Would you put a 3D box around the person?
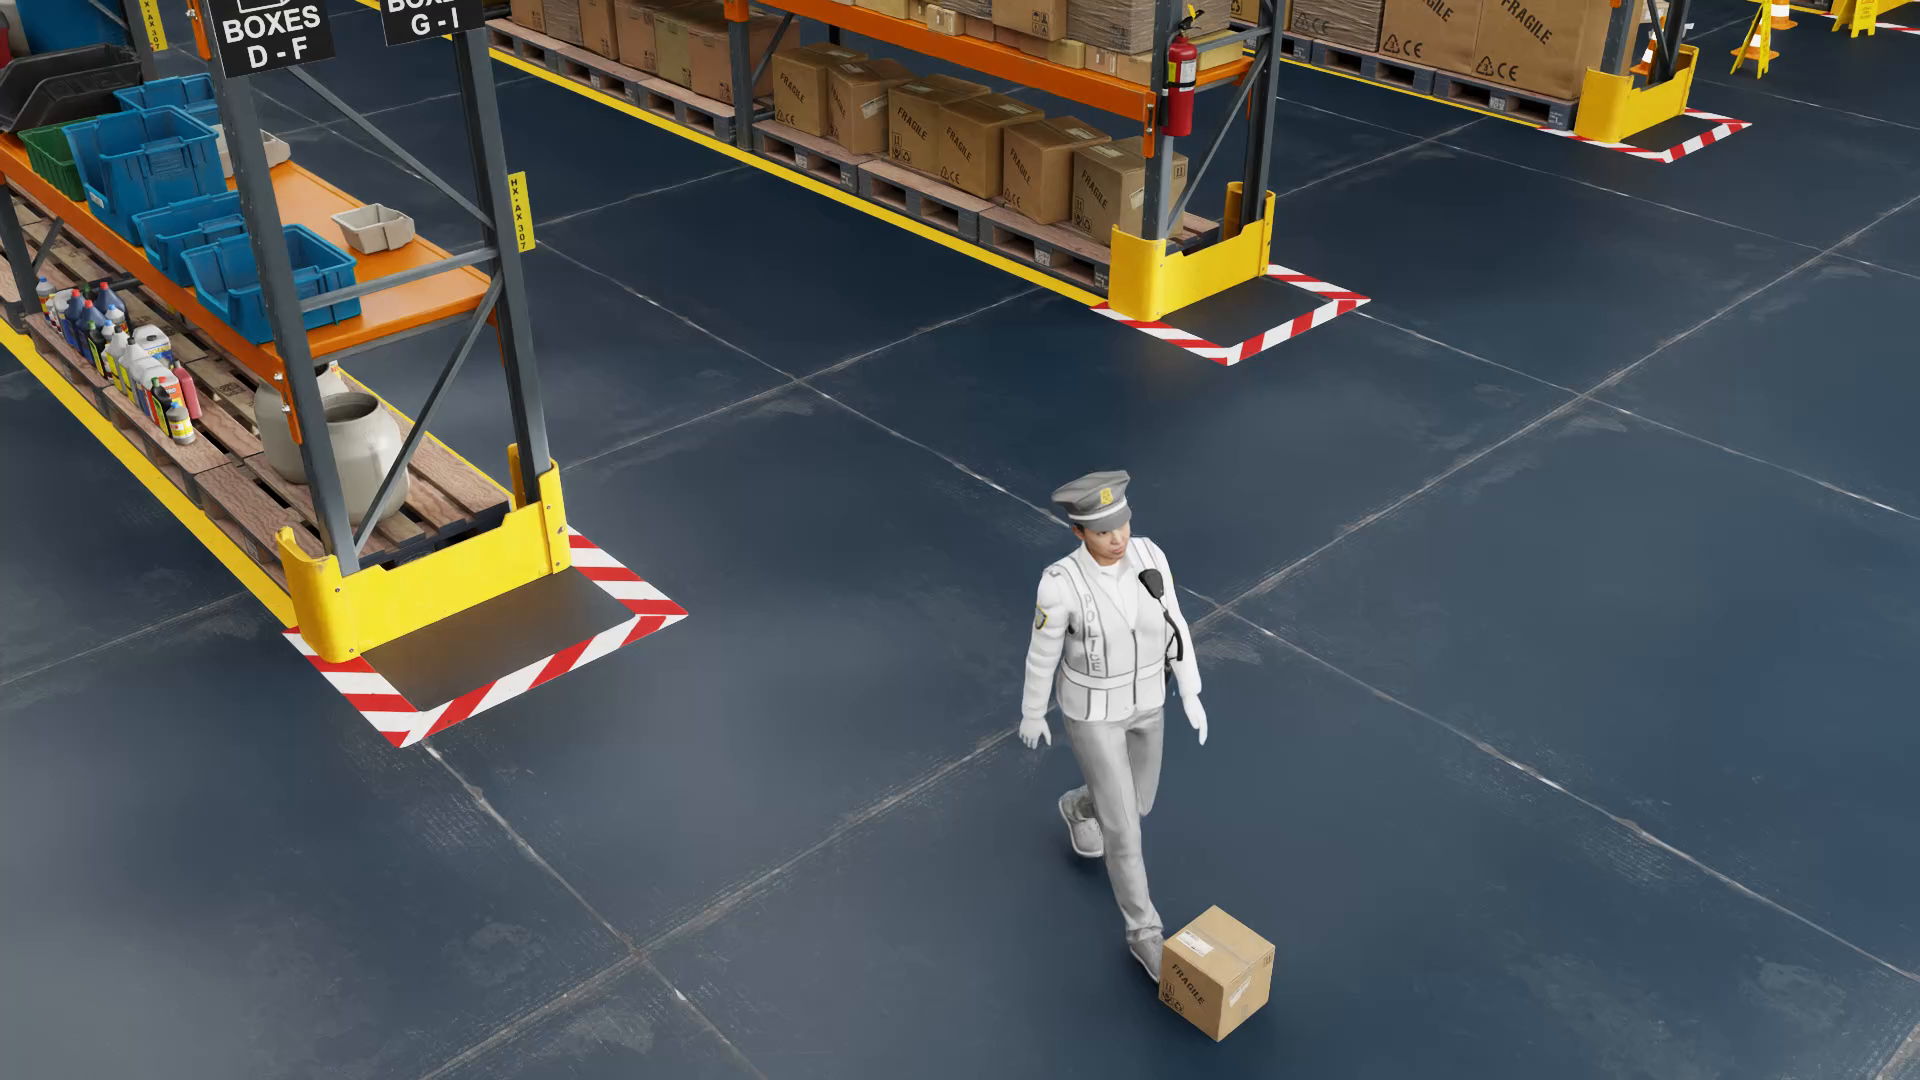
[{"bbox_3d":[0.552,0.562,5.245,0.534,1.615,0.897,-17,36,-25],"label":"person"}]
